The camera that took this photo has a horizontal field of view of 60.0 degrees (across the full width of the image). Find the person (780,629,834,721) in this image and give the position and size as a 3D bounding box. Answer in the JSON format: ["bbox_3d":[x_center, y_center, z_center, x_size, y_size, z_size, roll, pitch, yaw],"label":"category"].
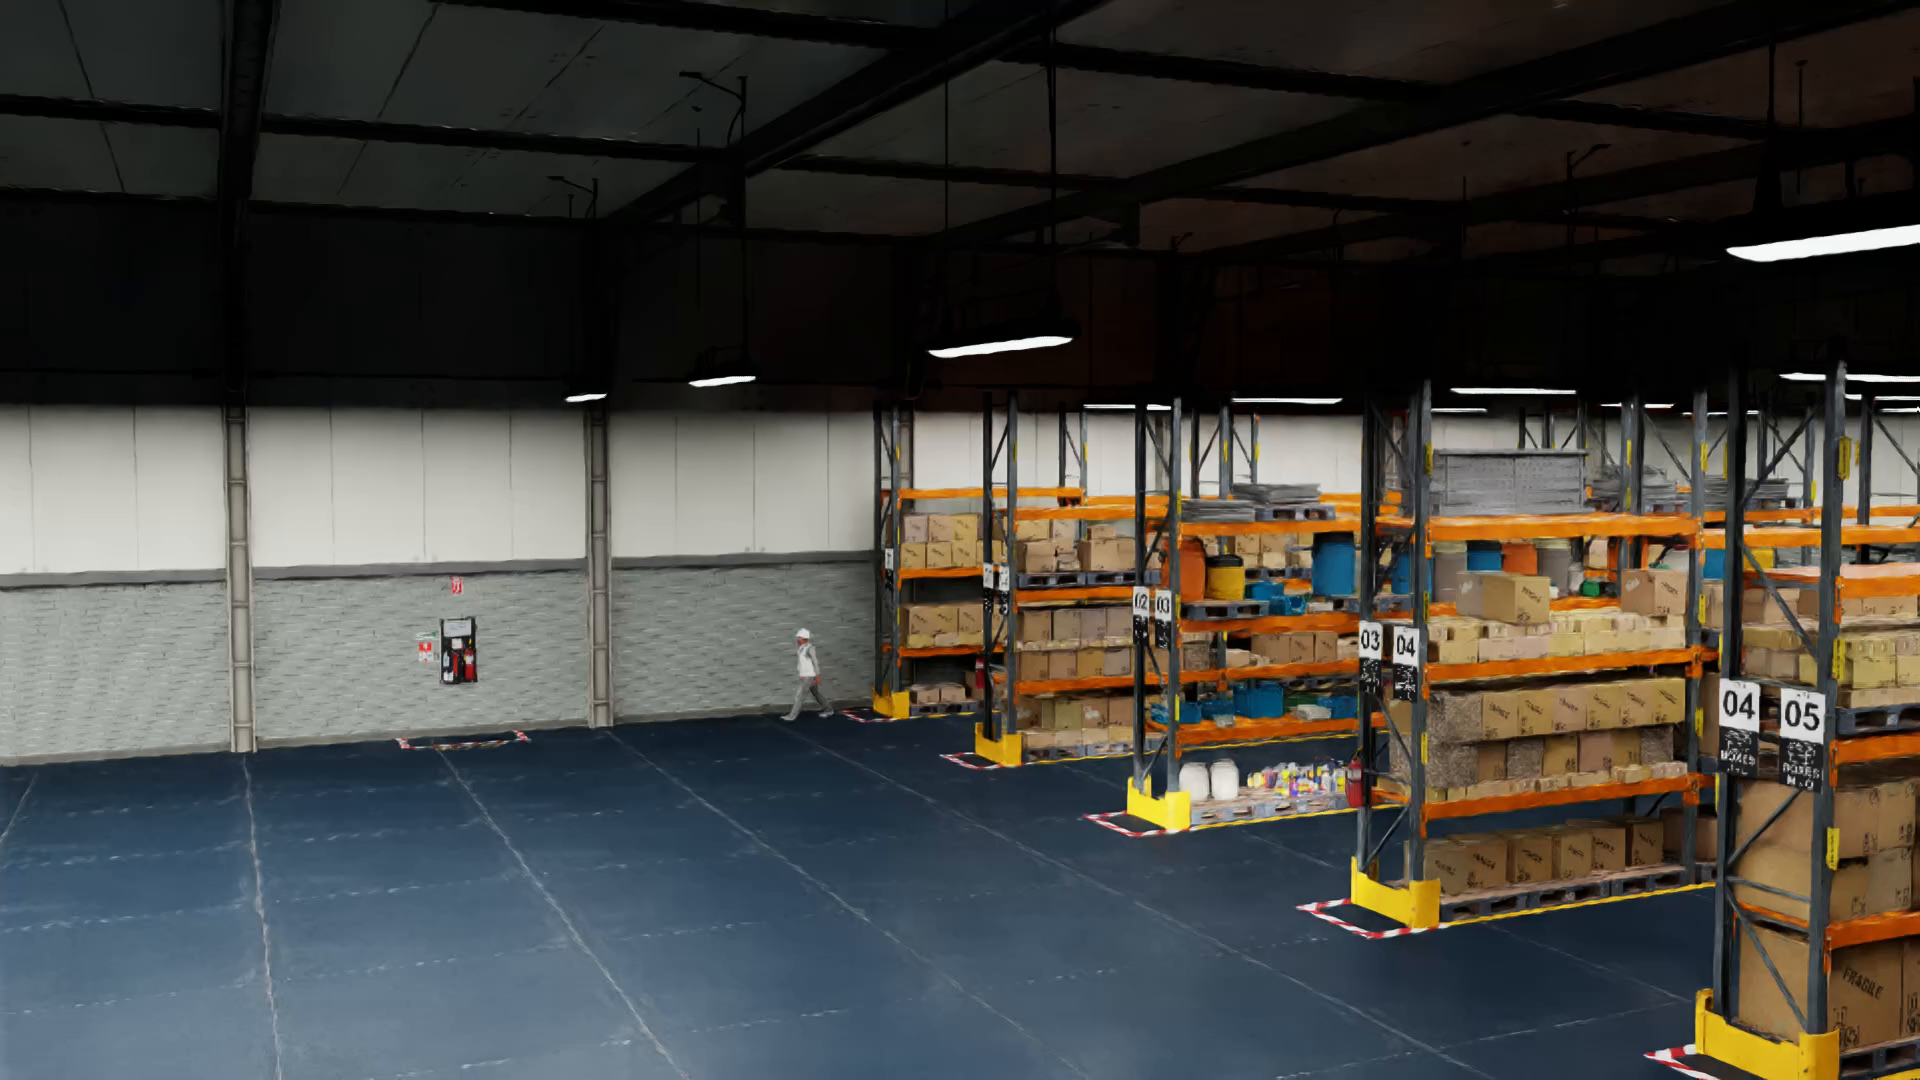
[{"bbox_3d":[-2.867,2.500,31.018,1.115,1.700,0.543,-1,4,-22],"label":"person"}]
